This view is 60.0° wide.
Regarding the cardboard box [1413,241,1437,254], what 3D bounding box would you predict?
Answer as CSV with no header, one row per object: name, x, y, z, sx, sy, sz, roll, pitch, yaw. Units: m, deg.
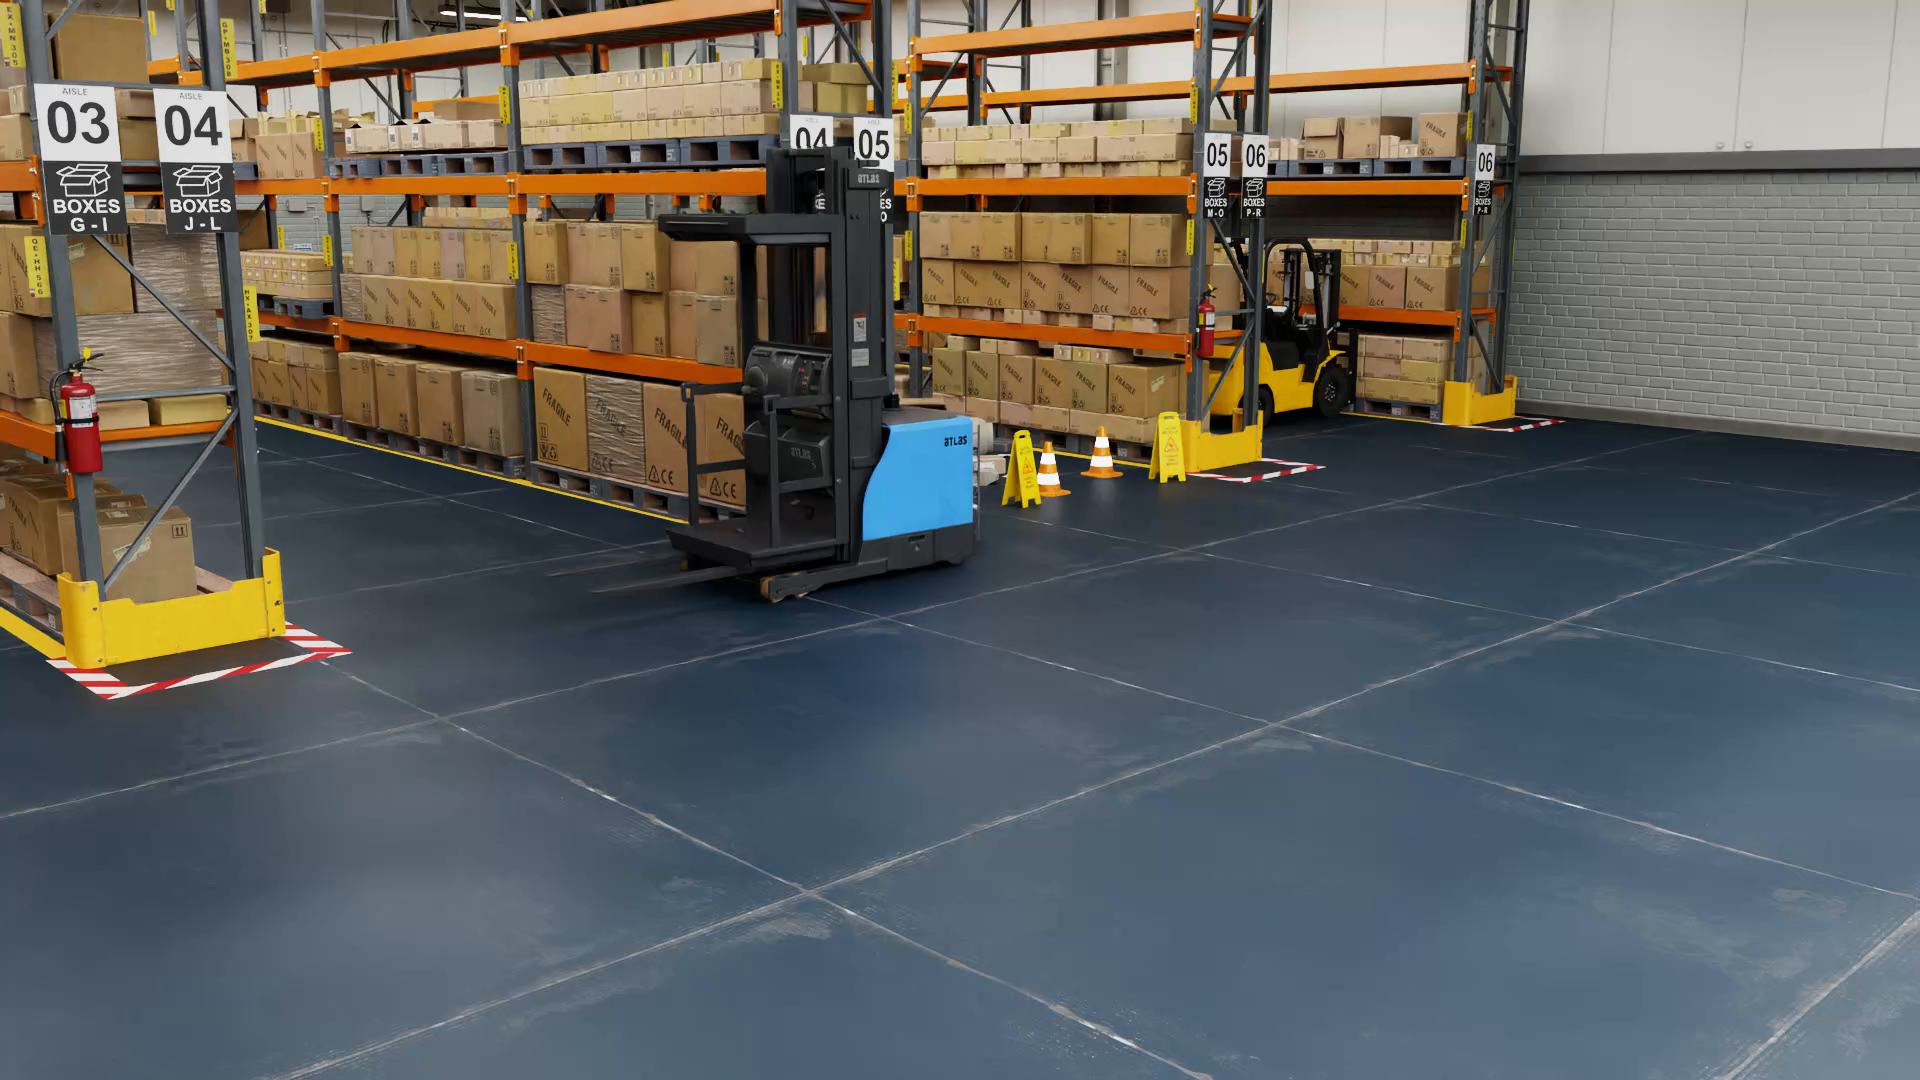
cardboard box,5.585,-3.471,19.731,0.380,0.149,0.250,-11,16,-42

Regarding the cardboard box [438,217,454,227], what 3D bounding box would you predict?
cardboard box,-7.971,-4.901,26.540,0.500,0.500,0.500,11,16,44

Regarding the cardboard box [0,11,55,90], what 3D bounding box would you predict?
cardboard box,-5.830,-2.930,10.042,0.500,0.500,0.500,-11,16,-43

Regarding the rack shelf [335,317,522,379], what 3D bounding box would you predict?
rack shelf,-5.063,-2.030,17.114,1.077,0.370,4.000,-11,16,-43

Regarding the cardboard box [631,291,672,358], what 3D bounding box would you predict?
cardboard box,-2.296,-1.876,14.213,0.875,0.550,0.500,-11,16,-43

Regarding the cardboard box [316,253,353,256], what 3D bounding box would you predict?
cardboard box,-7.348,-3.296,19.584,0.380,0.149,0.250,-10,15,-40

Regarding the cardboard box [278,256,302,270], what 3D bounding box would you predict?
cardboard box,-7.467,-3.131,18.783,0.380,0.149,0.250,-10,15,-41

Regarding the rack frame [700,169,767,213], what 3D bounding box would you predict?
rack frame,-2.934,-3.379,21.878,1.000,3.000,0.127,-11,16,-43

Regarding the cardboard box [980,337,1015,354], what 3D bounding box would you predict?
cardboard box,0.440,-2.114,18.046,0.380,0.149,0.250,-10,15,-40

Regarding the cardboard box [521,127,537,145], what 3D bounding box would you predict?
cardboard box,-3.677,-3.591,14.807,0.380,0.149,0.250,-11,16,-43

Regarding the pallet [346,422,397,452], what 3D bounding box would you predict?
pallet,-5.954,-1.183,18.130,1.003,0.211,1.213,-11,16,-43

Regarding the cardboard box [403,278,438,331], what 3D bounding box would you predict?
cardboard box,-5.286,-2.400,16.878,0.500,0.500,0.500,-11,16,-43

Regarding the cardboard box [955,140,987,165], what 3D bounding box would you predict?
cardboard box,0.297,-4.160,17.871,0.500,0.250,0.500,-11,16,-43

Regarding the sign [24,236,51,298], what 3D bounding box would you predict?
sign,-4.992,-1.478,8.998,0.100,0.325,0.005,-11,16,-43

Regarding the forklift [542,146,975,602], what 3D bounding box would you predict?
forklift,-1.336,-1.145,11.206,3.031,2.935,1.130,-10,15,-40

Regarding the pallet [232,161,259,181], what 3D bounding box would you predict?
pallet,-8.139,-4.379,19.766,1.213,0.211,1.003,-11,16,-43

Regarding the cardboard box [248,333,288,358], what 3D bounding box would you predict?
cardboard box,-8.518,-2.385,20.349,0.500,0.250,0.500,-10,16,-41

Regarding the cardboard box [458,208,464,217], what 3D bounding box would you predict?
cardboard box,-7.670,-5.163,26.206,0.380,0.149,0.250,-11,16,-42

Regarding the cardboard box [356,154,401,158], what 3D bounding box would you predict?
cardboard box,-6.646,-4.313,18.730,0.500,0.500,0.500,-11,16,-43

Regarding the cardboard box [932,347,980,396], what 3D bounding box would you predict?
cardboard box,0.040,-1.898,18.604,0.500,0.500,0.500,-10,15,-40

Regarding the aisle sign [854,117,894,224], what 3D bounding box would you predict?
aisle sign,-0.654,-2.812,12.682,0.394,0.787,0.004,-11,16,-43

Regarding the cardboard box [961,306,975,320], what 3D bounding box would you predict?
cardboard box,0.231,-2.517,18.319,0.380,0.149,0.250,-11,16,-43

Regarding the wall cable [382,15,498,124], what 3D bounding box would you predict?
wall cable,-10.004,-8.781,33.139,2.988,3.039,0.133,-11,16,-43

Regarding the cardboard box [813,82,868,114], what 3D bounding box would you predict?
cardboard box,-1.067,-3.409,12.937,0.500,0.250,0.500,-11,16,-43

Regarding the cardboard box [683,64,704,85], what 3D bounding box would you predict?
cardboard box,-1.926,-3.612,12.932,0.380,0.149,0.250,-11,16,-42

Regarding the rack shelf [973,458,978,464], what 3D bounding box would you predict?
rack shelf,-0.005,-0.586,12.797,0.258,0.077,0.200,-11,16,-43

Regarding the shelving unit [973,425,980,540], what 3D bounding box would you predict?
shelving unit,-0.005,-0.442,12.826,0.258,0.900,0.210,-11,16,-43

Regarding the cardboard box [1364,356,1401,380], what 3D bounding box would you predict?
cardboard box,5.277,-2.110,20.252,0.500,0.250,0.500,-11,16,-43

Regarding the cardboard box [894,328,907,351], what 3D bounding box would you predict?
cardboard box,-0.868,-3.308,26.688,0.500,0.500,0.500,11,16,43

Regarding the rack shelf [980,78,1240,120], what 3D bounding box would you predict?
rack shelf,2.035,-6.169,23.329,1.077,0.370,4.000,-11,16,-43

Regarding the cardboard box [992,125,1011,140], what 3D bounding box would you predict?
cardboard box,0.556,-4.295,17.540,0.250,0.149,0.380,11,16,43

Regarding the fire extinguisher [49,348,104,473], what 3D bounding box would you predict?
fire extinguisher,-4.831,-0.712,9.123,0.296,0.674,0.183,-11,16,-43

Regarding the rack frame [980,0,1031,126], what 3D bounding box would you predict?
rack frame,0.653,-7.009,24.633,1.000,3.000,0.127,-11,16,-43

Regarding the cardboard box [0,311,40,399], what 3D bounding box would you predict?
cardboard box,-5.369,-1.165,10.149,0.875,0.500,0.500,-11,16,-43

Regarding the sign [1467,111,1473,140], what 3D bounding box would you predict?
sign,5.776,-4.694,18.830,0.100,0.325,0.005,-11,16,-43

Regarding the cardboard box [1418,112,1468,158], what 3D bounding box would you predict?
cardboard box,5.696,-4.707,19.355,0.500,0.500,0.500,-10,15,-41

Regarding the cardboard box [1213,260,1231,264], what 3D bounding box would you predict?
cardboard box,3.533,-3.435,21.904,0.500,0.500,0.500,11,16,44

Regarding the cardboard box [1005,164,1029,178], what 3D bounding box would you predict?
cardboard box,0.693,-3.861,17.408,0.380,0.149,0.250,-11,16,-44

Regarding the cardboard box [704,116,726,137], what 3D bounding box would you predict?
cardboard box,-1.746,-3.183,12.829,0.380,0.149,0.250,-11,16,-42

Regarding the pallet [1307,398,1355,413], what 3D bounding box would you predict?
pallet,4.781,-1.822,21.230,1.003,0.211,1.213,-11,16,-43

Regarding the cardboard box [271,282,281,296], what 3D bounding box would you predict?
cardboard box,-7.635,-2.876,19.018,0.380,0.149,0.250,-11,16,-43

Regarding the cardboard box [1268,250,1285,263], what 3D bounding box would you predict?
cardboard box,4.122,-3.614,21.166,0.380,0.149,0.250,-11,16,-43

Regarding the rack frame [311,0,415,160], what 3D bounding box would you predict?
rack frame,-6.444,-5.613,17.853,1.000,3.000,0.127,-11,16,-43

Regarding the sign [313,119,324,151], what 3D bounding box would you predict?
sign,-6.838,-4.321,17.738,0.100,0.325,0.005,-11,16,-43

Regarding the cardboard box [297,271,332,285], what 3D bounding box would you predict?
cardboard box,-7.115,-2.911,18.453,0.380,0.149,0.250,-10,16,-41

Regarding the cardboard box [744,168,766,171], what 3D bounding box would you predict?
cardboard box,-2.287,-4.757,20.887,0.700,0.500,0.500,-11,16,-43

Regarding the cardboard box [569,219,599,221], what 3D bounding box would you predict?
cardboard box,-5.229,-4.327,23.753,0.500,0.500,0.500,-11,16,-43

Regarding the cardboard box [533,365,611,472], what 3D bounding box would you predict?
cardboard box,-3.298,-1.154,15.304,0.875,0.875,0.875,-11,16,-42

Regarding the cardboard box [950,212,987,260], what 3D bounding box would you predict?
cardboard box,0.312,-3.307,18.069,0.700,0.500,0.500,-11,16,-42

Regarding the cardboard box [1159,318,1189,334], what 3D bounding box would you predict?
cardboard box,2.178,-2.113,16.357,0.380,0.149,0.250,-10,15,-41

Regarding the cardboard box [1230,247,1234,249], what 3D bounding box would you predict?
cardboard box,3.680,-3.889,21.760,0.380,0.149,0.250,-11,16,-42

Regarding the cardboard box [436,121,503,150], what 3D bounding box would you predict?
cardboard box,-4.694,-3.890,16.011,0.500,0.250,0.500,-11,16,-43

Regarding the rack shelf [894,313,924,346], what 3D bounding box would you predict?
rack shelf,-1.553,-2.735,20.534,1.077,0.370,4.000,-11,16,-43
